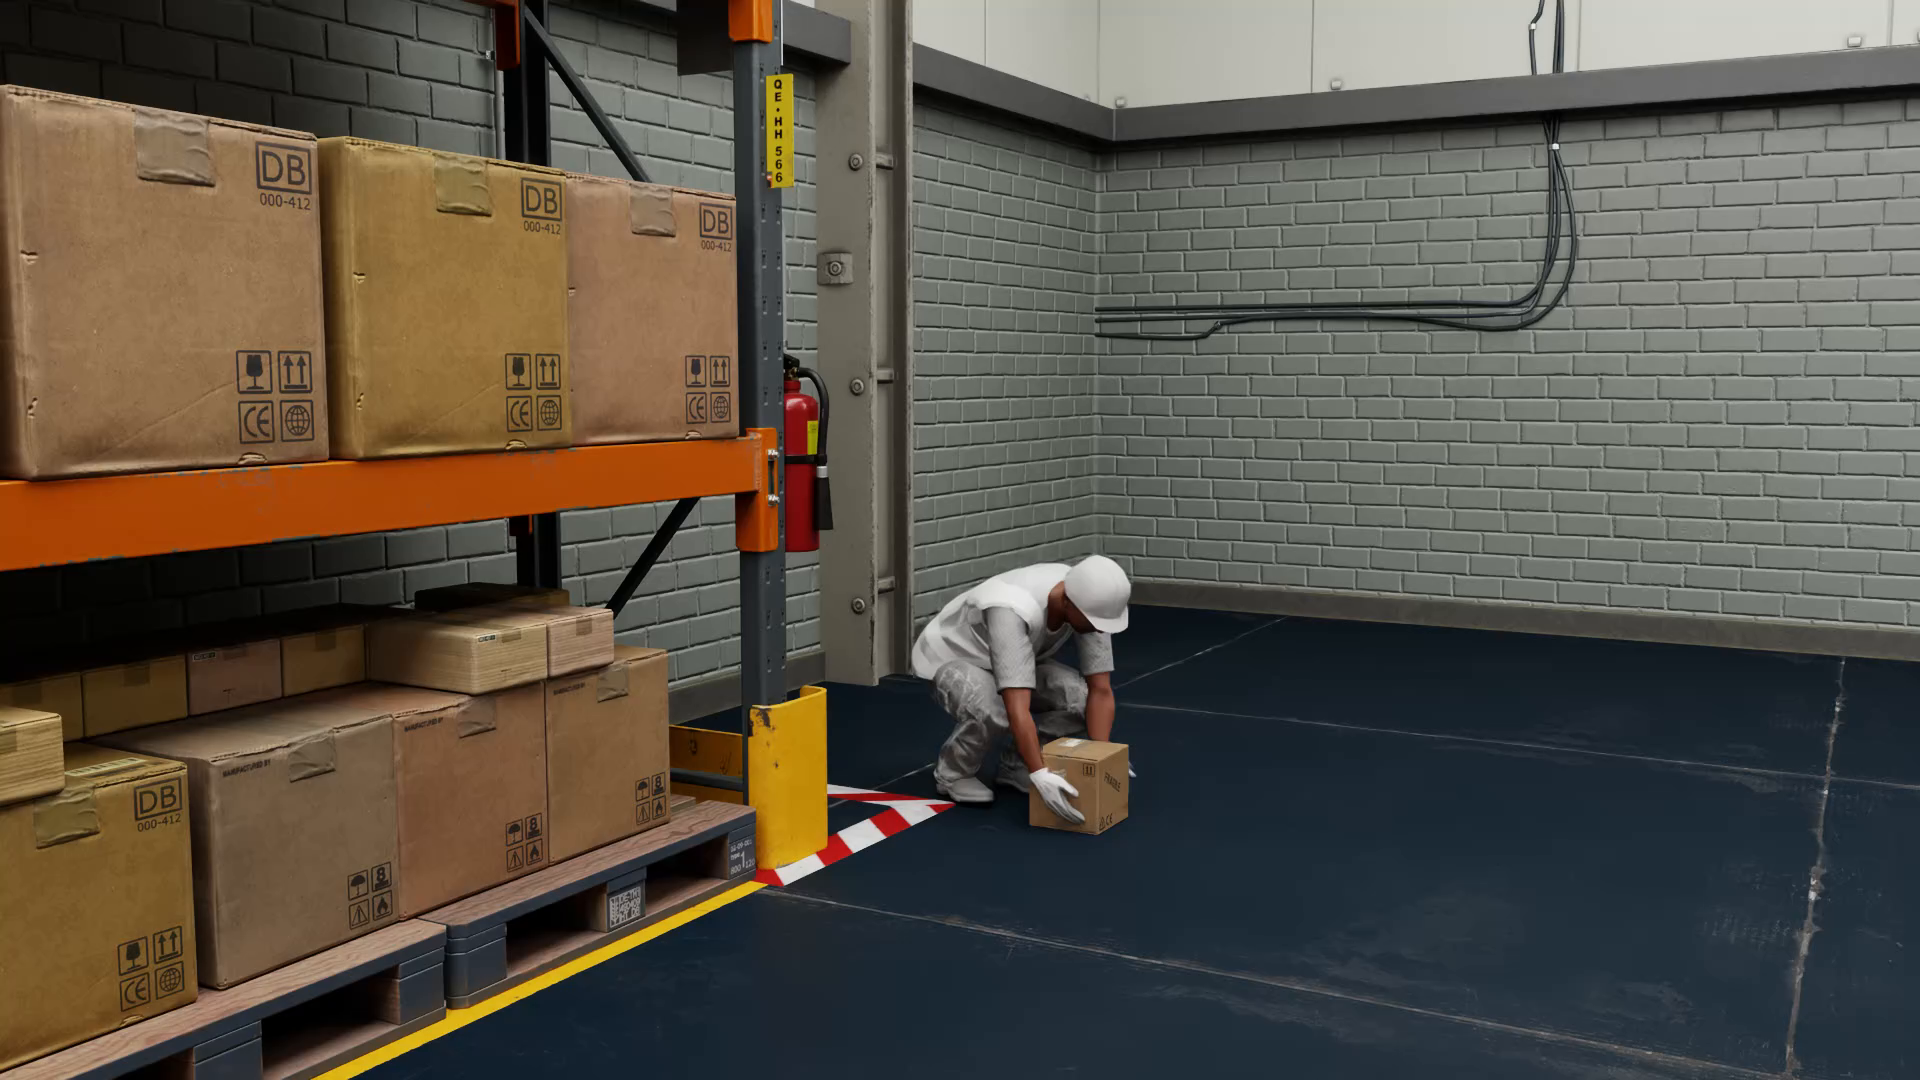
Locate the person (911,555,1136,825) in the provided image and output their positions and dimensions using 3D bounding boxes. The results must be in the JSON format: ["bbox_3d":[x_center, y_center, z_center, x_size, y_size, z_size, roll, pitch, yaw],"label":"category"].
[{"bbox_3d":[0.235,0.471,5.766,0.579,0.897,0.935,-4,7,-34],"label":"person"}]
